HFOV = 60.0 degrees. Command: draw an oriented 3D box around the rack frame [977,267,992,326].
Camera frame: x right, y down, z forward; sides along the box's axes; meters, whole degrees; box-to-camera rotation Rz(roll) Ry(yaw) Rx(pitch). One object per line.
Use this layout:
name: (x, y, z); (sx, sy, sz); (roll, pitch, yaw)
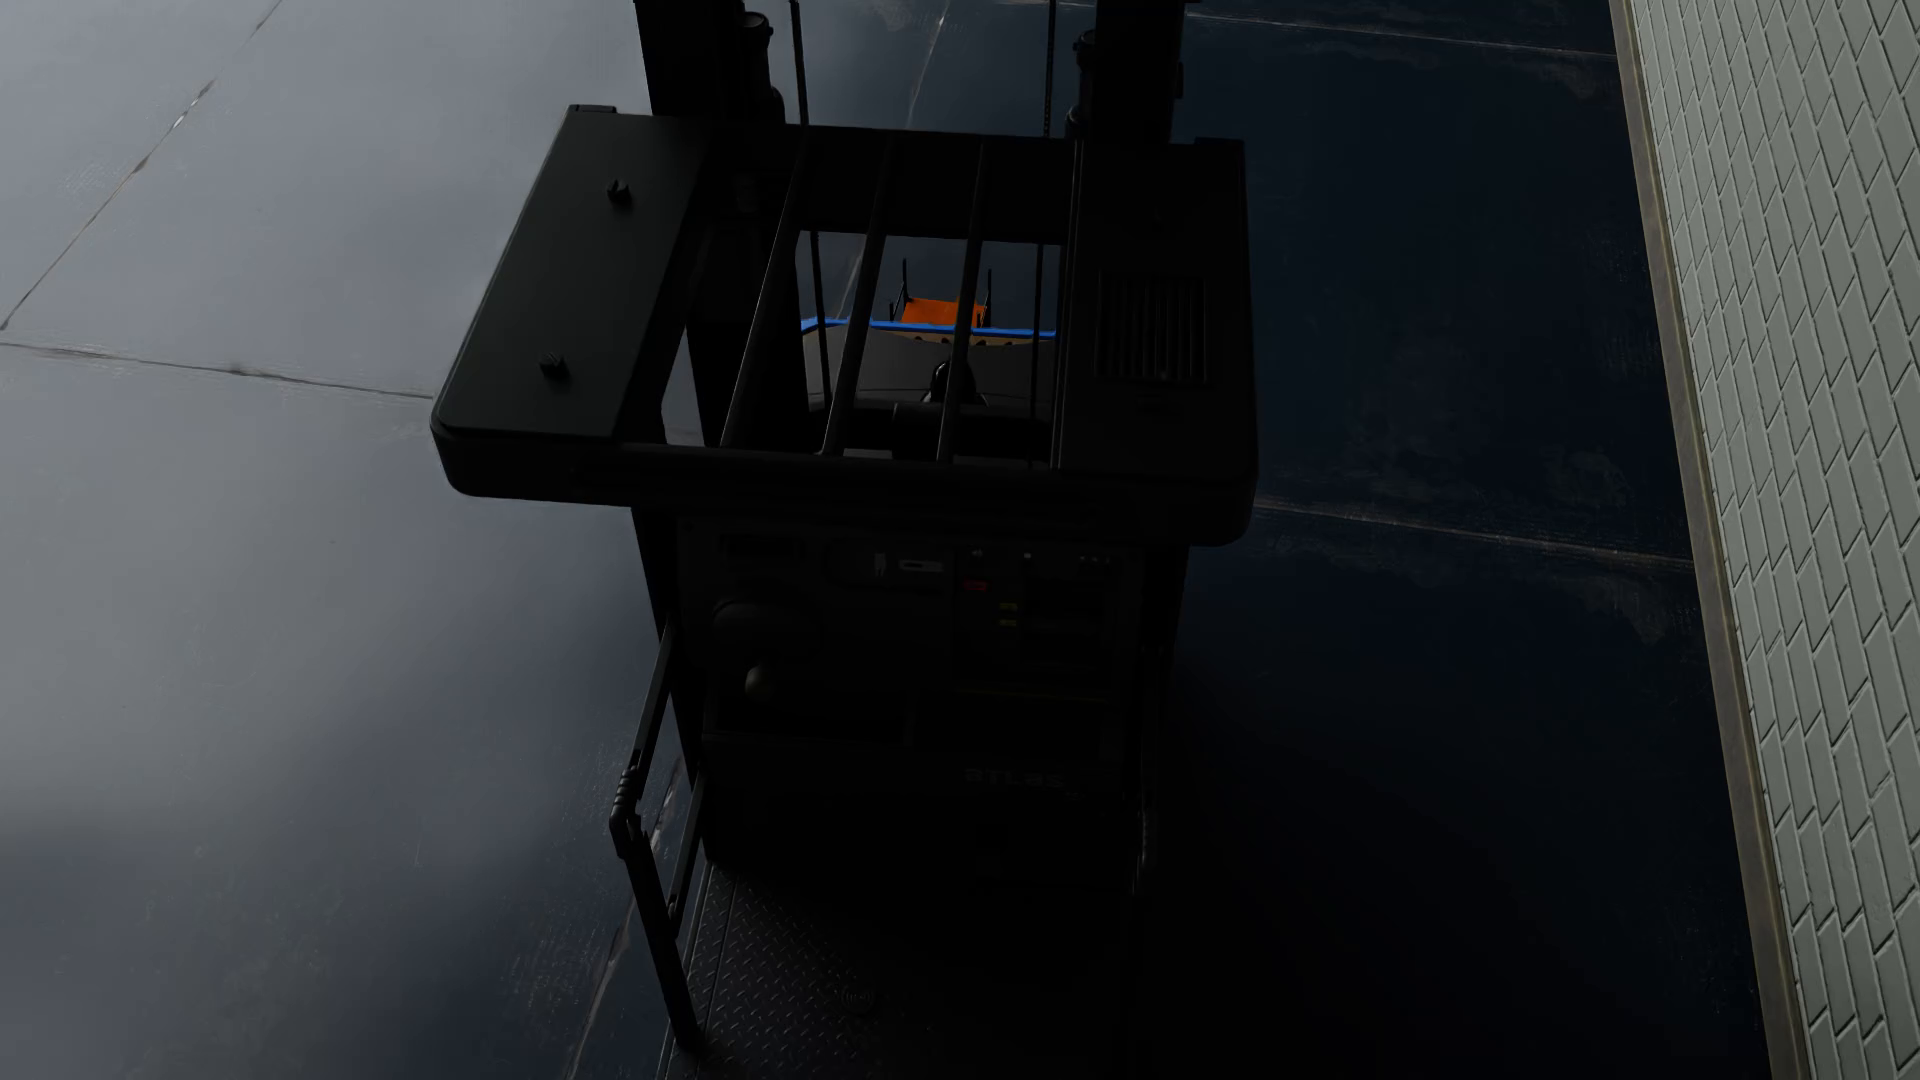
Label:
rack frame: (0.067, -0.342, 4.989); (0.008, 1.050, 0.200); (8, 49, 7)

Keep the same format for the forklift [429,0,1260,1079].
forklift: (-0.120, 0.249, 3.194); (1.130, 2.935, 3.031); (4, 48, 4)

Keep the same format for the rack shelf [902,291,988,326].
rack shelf: (-0.053, -0.541, 4.800); (0.240, 0.259, 0.215); (8, 49, 7)

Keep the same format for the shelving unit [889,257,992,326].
shelving unit: (-0.053, -0.358, 5.004); (0.252, 1.050, 0.215); (8, 49, 7)

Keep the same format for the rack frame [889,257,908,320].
rack frame: (-0.173, -0.374, 5.018); (0.008, 1.050, 0.200); (8, 49, 7)
